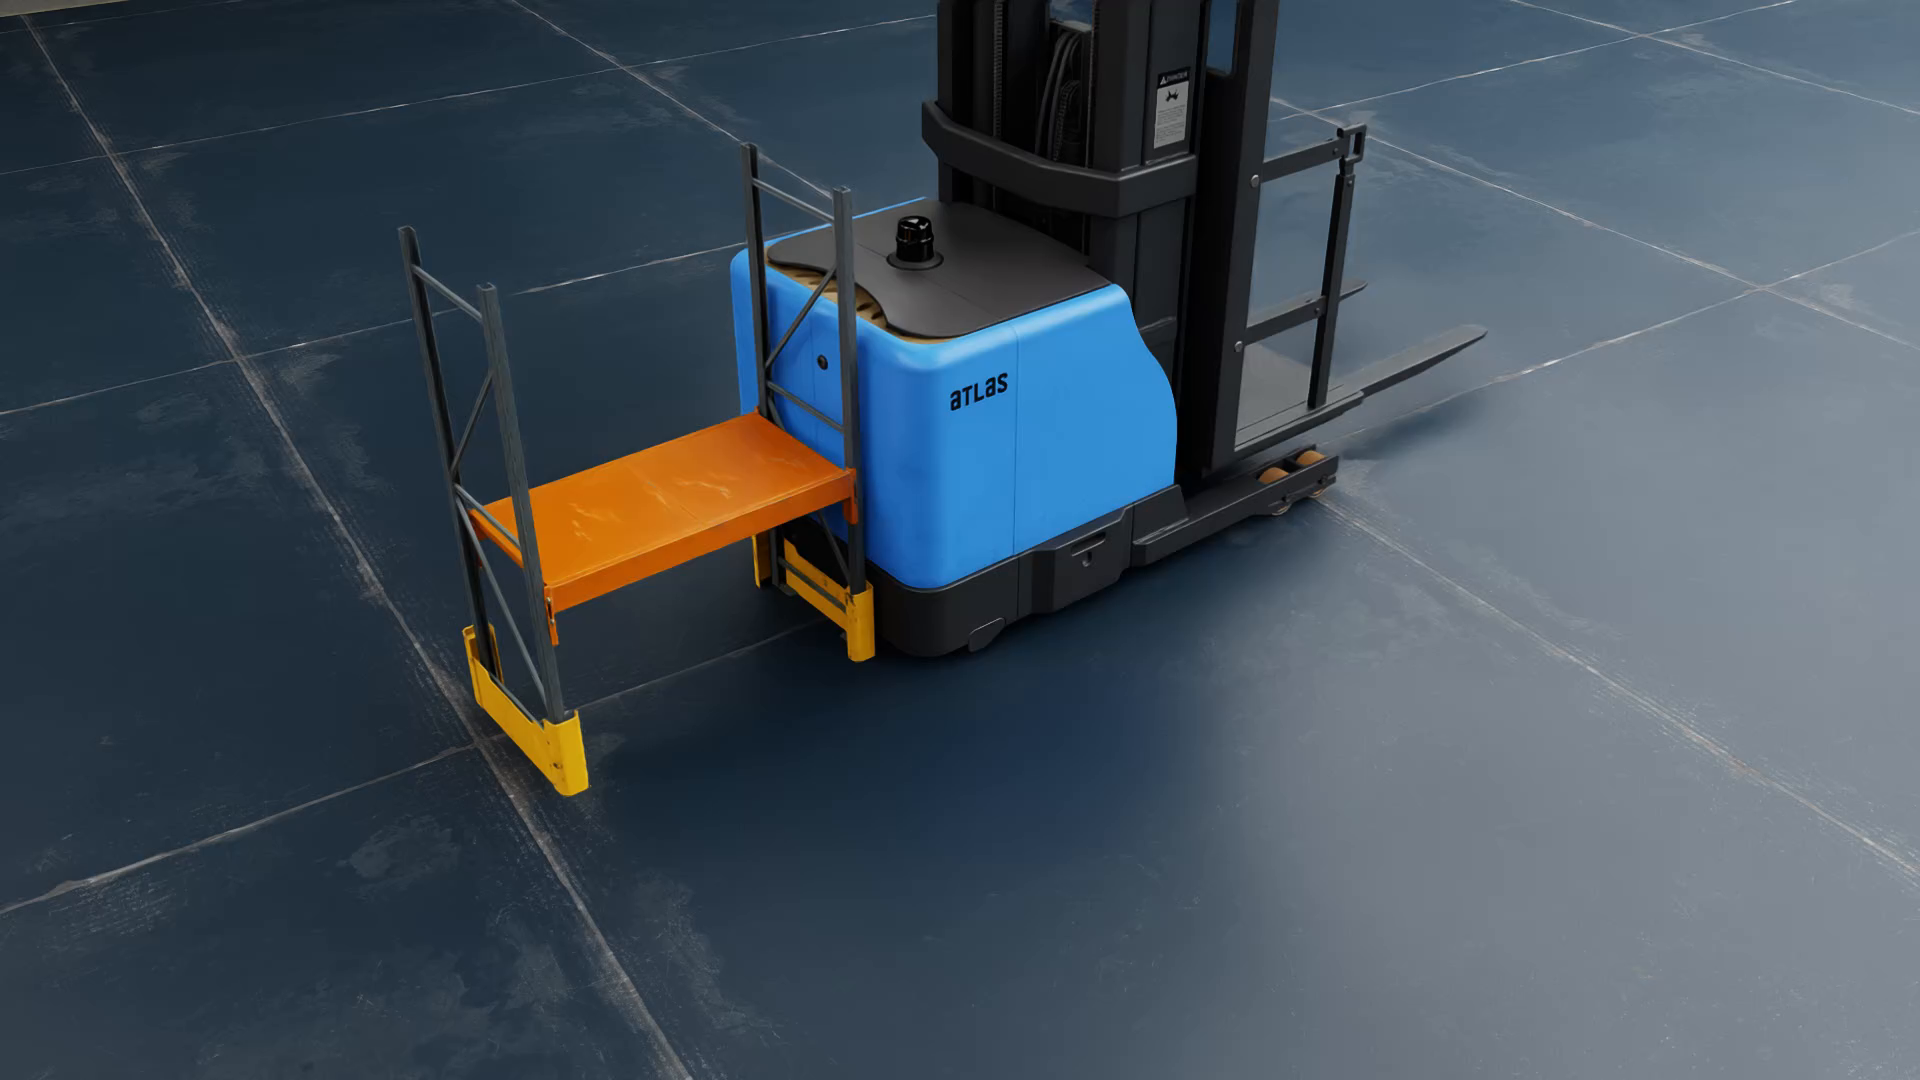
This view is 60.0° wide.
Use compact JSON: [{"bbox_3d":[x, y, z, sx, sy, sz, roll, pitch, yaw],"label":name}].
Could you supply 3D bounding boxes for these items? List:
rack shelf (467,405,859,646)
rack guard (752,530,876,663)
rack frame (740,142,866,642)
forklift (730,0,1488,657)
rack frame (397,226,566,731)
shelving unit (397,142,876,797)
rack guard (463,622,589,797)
[{"bbox_3d":[-0.852,-0.070,4.792,1.000,0.185,0.538,-23,39,-32],"label":"rack shelf"},{"bbox_3d":[-0.471,0.143,5.289,0.087,0.250,0.587,-23,39,-32],"label":"rack guard"},{"bbox_3d":[-0.456,-0.392,4.966,0.032,1.500,0.500,-23,39,-32],"label":"rack frame"},{"bbox_3d":[0.733,-1.524,5.419,3.031,2.935,1.130,-23,39,-32],"label":"forklift"},{"bbox_3d":[-1.247,-0.051,4.426,0.032,1.500,0.500,-23,39,-32],"label":"rack frame"},{"bbox_3d":[-0.859,-0.219,4.691,1.083,1.500,0.587,-23,39,-32],"label":"shelving unit"},{"bbox_3d":[-1.246,0.477,4.760,0.087,0.250,0.587,-23,39,-32],"label":"rack guard"}]
